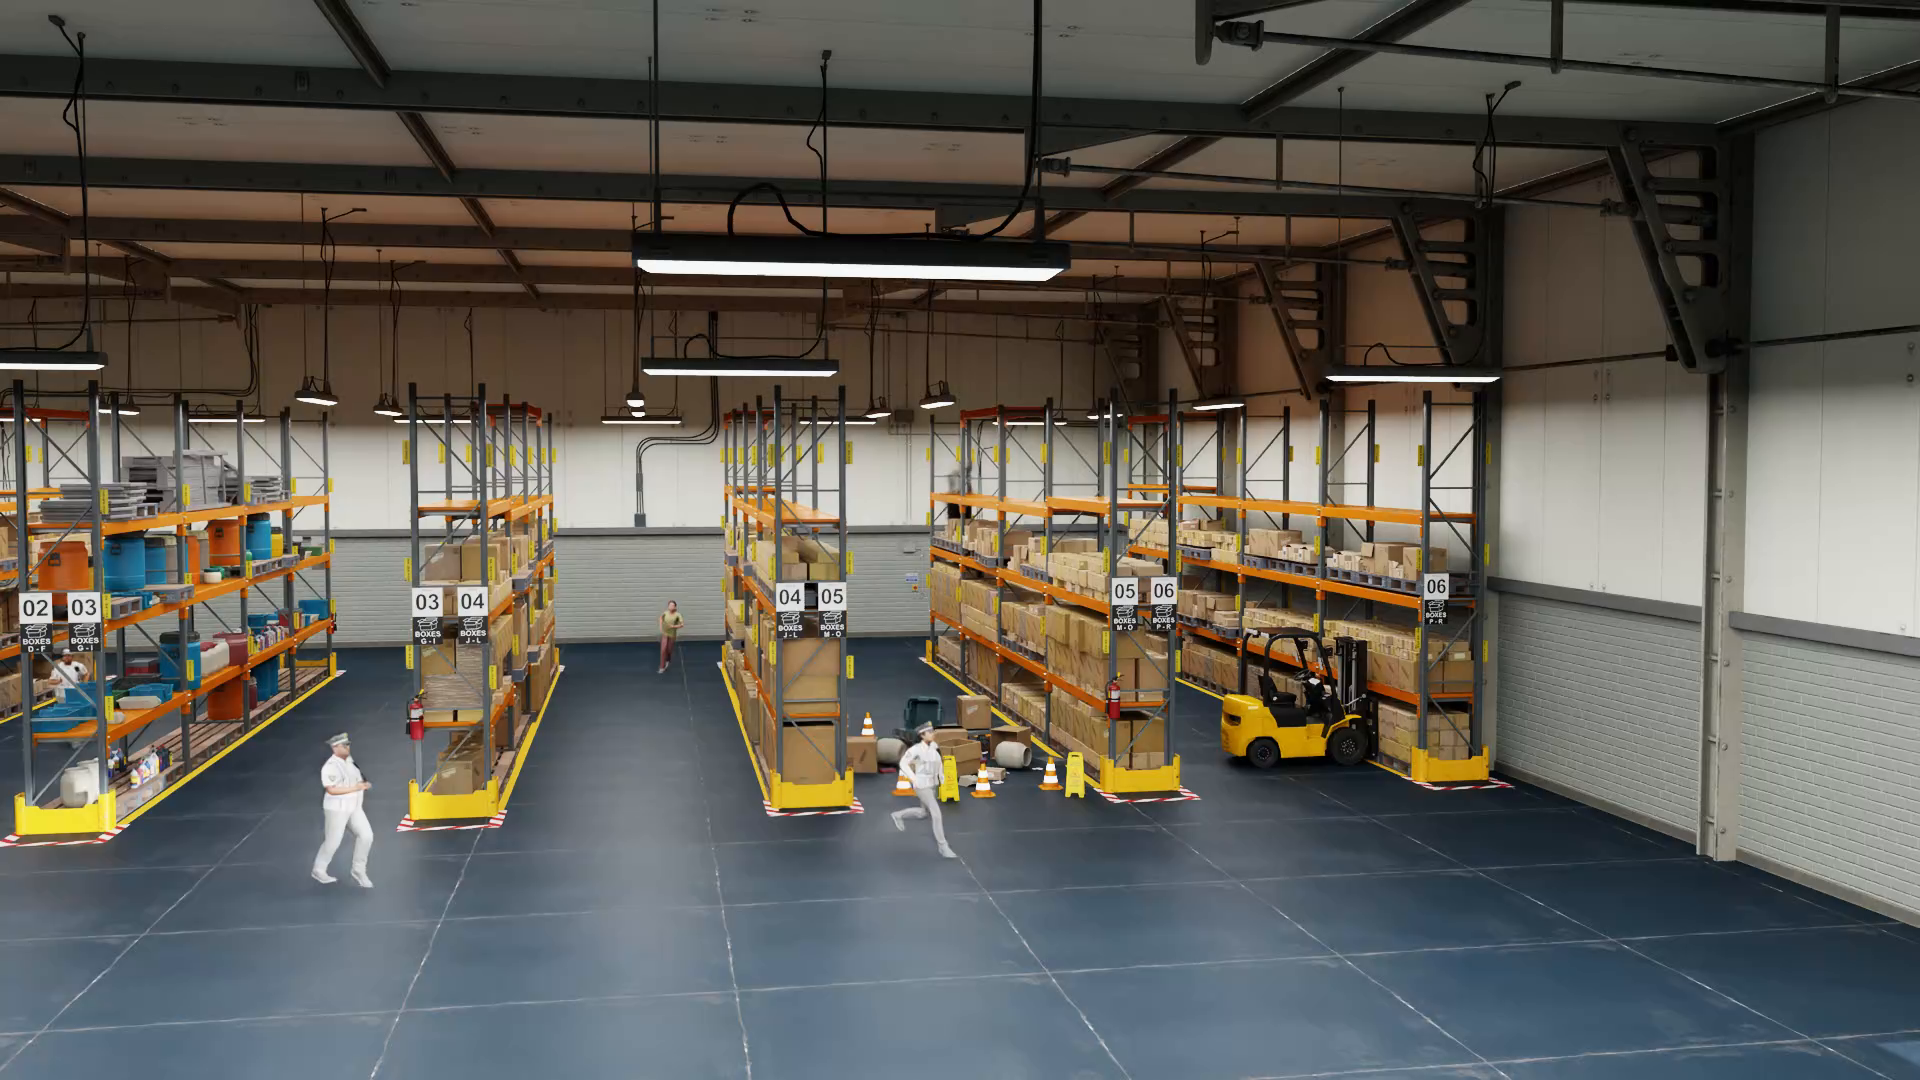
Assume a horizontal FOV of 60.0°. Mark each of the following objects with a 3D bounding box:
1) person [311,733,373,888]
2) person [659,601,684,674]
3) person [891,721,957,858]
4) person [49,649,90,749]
[{"bbox_3d":[-7.150,3.146,19.256,0.783,1.841,0.632,1,3,18],"label":"person"},{"bbox_3d":[-6.708,2.240,38.645,0.606,1.671,0.880,0,3,1],"label":"person"},{"bbox_3d":[-0.441,3.125,21.001,0.999,1.705,0.583,2,3,31],"label":"person"},{"bbox_3d":[-15.324,2.724,28.605,0.585,1.719,0.708,-1,3,-20],"label":"person"}]
